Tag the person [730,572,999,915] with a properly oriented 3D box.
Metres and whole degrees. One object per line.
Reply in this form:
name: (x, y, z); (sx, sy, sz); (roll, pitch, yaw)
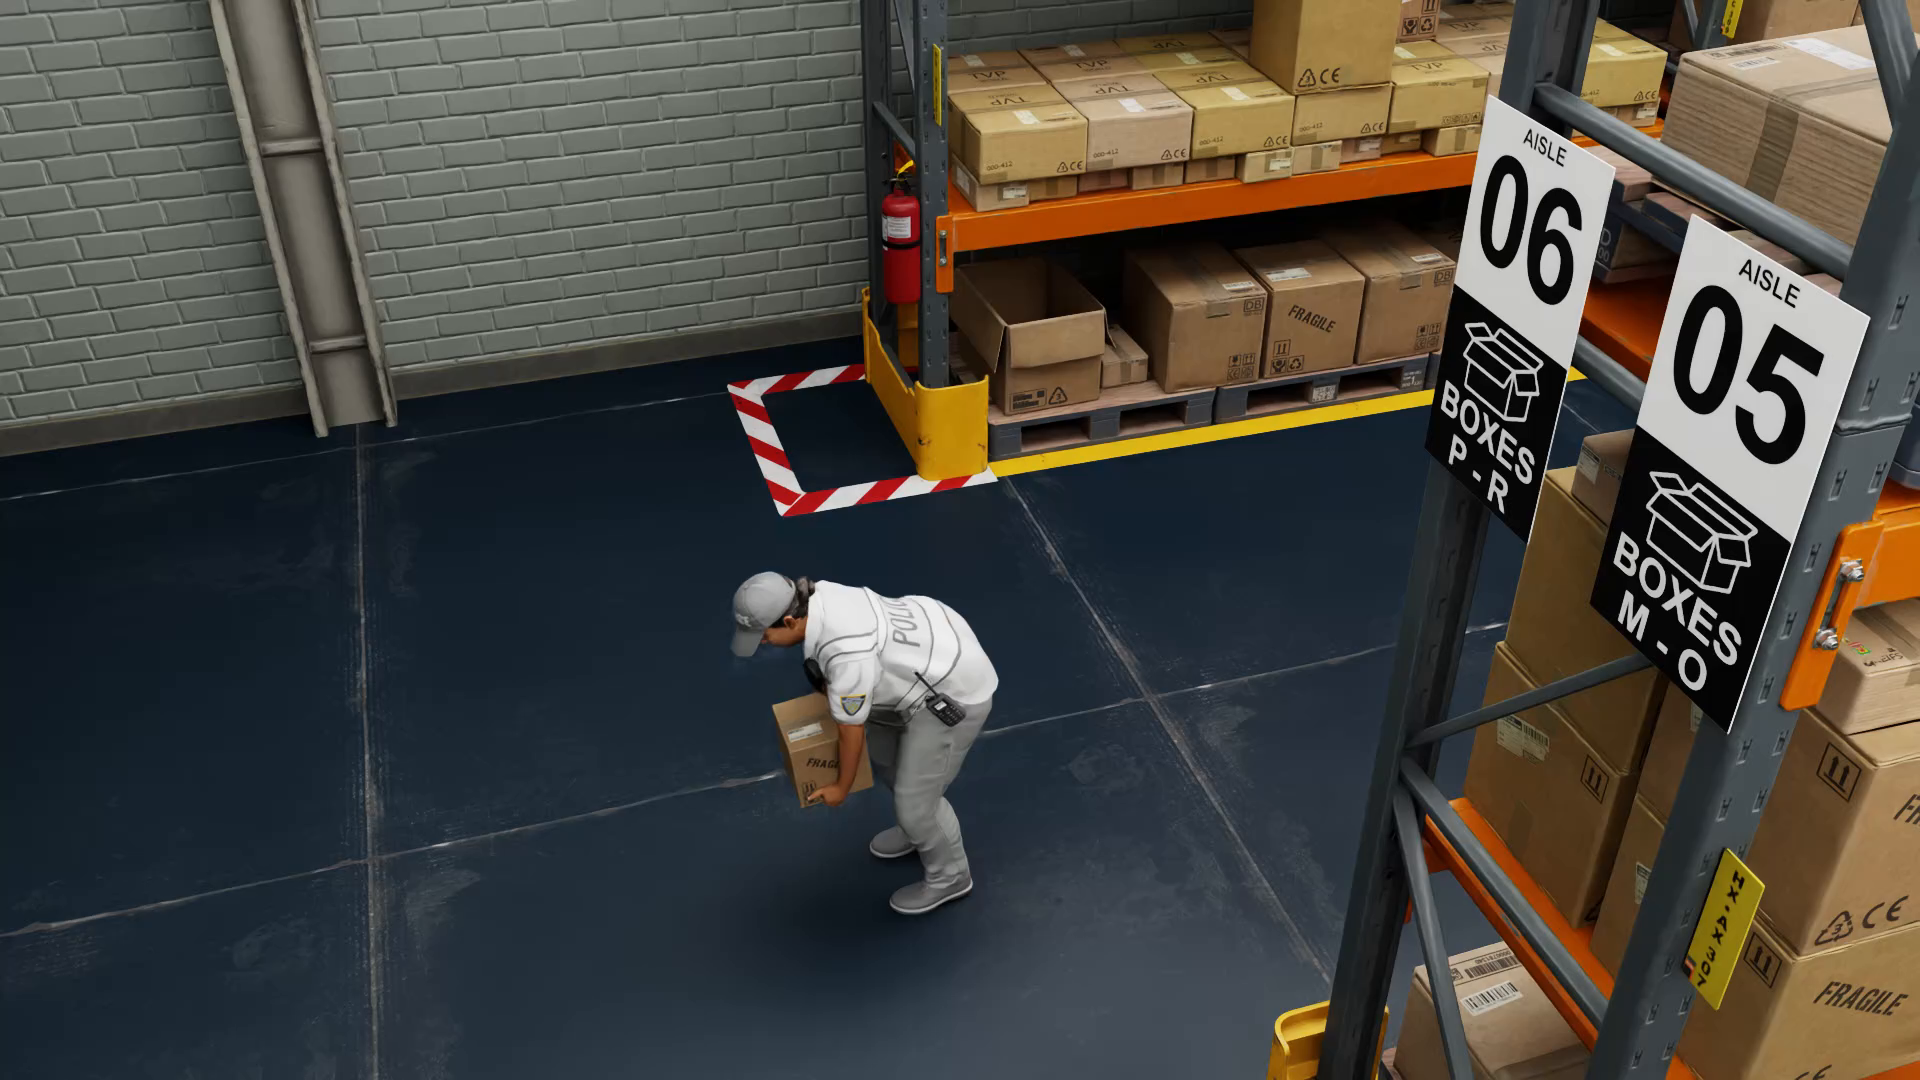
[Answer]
person: (-0.305, 0.630, 5.463); (0.848, 1.390, 0.457); (-11, 36, -16)
